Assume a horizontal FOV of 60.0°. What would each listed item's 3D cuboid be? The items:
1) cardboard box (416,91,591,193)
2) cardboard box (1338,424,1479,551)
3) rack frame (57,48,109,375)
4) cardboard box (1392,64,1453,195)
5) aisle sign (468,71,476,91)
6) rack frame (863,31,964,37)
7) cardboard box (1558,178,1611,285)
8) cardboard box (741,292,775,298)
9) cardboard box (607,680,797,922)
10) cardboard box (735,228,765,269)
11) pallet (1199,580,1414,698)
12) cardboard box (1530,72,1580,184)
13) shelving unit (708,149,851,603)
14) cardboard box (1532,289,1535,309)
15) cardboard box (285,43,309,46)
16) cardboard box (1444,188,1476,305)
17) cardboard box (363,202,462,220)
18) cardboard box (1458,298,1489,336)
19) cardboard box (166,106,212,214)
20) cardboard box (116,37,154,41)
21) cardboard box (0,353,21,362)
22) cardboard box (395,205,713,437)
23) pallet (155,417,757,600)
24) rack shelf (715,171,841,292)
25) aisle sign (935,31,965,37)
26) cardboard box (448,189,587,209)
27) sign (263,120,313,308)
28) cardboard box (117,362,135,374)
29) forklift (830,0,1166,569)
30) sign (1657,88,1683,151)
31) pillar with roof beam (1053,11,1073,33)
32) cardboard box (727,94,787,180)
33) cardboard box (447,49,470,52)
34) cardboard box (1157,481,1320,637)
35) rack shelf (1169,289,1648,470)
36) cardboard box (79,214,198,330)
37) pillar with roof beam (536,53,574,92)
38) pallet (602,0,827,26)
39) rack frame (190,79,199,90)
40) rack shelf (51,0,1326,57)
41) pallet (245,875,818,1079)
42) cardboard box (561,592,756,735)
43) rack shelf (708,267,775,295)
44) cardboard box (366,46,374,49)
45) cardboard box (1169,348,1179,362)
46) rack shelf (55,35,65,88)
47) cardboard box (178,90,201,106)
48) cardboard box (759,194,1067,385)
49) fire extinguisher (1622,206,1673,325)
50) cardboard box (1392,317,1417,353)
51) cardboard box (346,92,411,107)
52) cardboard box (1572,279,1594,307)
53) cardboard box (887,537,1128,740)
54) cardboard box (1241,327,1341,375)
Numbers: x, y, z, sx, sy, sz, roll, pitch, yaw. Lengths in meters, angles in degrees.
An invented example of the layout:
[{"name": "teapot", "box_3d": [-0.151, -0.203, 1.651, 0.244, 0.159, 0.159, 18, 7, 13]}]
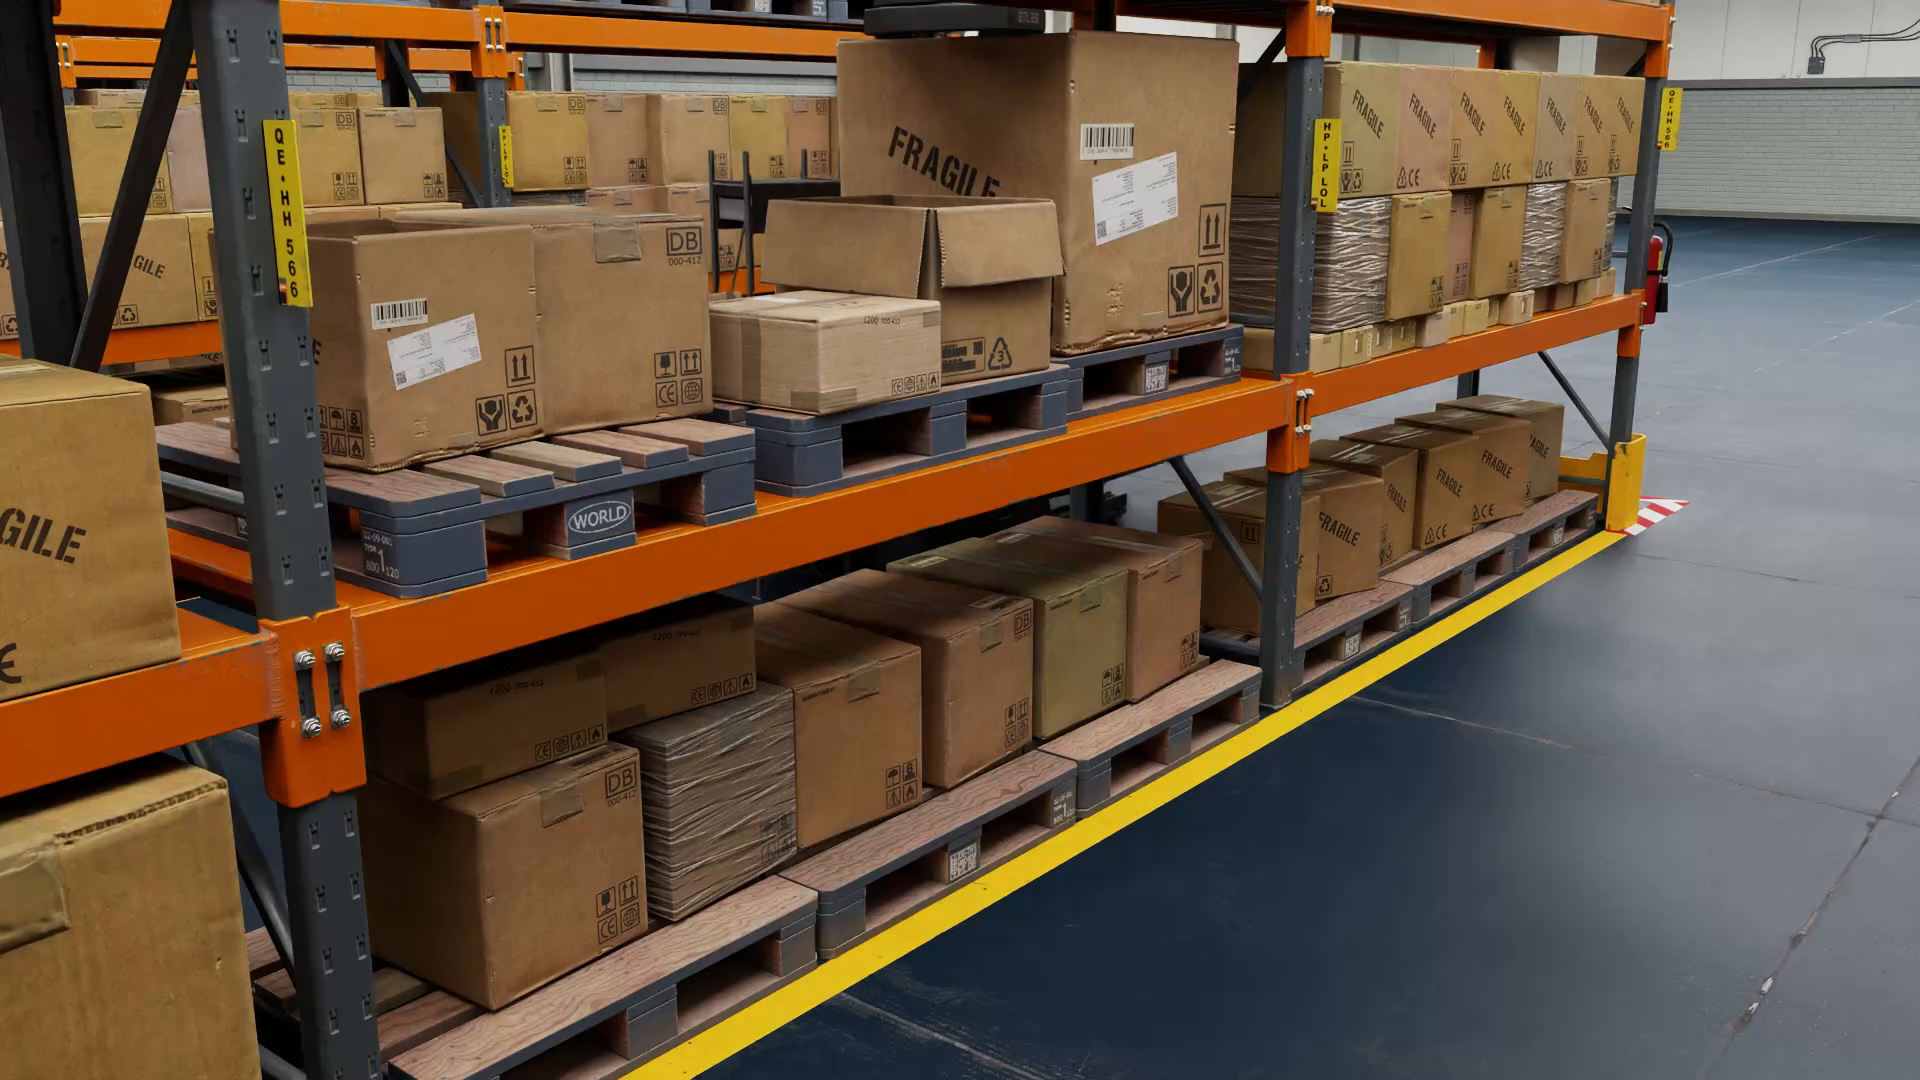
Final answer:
[{"name": "cardboard box", "box_3d": [-2.653, -2.319, 9.662, 0.875, 0.550, 0.550, 11, 18, 38]}, {"name": "cardboard box", "box_3d": [2.234, -0.275, 8.337, 0.500, 0.500, 0.500, 14, 20, 43]}, {"name": "rack frame", "box_3d": [-6.826, -2.404, 12.495, 1.000, 3.000, 0.127, 11, 18, 38]}, {"name": "cardboard box", "box_3d": [1.676, -1.691, 6.849, 0.500, 0.500, 0.500, 11, 18, 38]}, {"name": "aisle sign", "box_3d": [-4.514, -4.490, 15.426, 0.394, 0.787, 0.004, 11, 18, 38]}, {"name": "rack frame", "box_3d": [-0.398, -2.424, 12.571, 1.000, 3.000, 0.127, 11, 18, 38]}, {"name": "cardboard box", "box_3d": [2.808, -1.614, 8.577, 0.875, 0.500, 0.500, 11, 18, 38]}, {"name": "cardboard box", "box_3d": [-1.324, -1.288, 11.565, 0.875, 0.875, 0.875, 11, 18, 37]}, {"name": "cardboard box", "box_3d": [-0.888, 0.654, 4.640, 0.700, 0.500, 0.500, 9, 17, 33]}, {"name": "cardboard box", "box_3d": [-1.675, -2.114, 11.047, 0.875, 0.550, 0.500, 11, 18, 38]}, {"name": "pallet", "box_3d": [1.277, 0.347, 7.329, 1.003, 0.211, 1.213, 11, 18, 38]}, {"name": "cardboard box", "box_3d": [2.617, -1.978, 7.981, 0.500, 0.500, 0.500, 11, 18, 38]}, {"name": "shelving unit", "box_3d": [-0.855, -0.793, 7.981, 0.503, 2.100, 0.431, -9, 17, -32]}, {"name": "cardboard box", "box_3d": [2.605, -1.187, 8.212, 0.380, 0.149, 0.250, 11, 18, 38]}, {"name": "cardboard box", "box_3d": [-5.468, -4.054, 13.406, 0.380, 0.149, 0.250, 11, 18, 38]}, {"name": "cardboard box", "box_3d": [1.791, -1.342, 7.505, 0.875, 0.500, 0.500, 11, 18, 38]}, {"name": "cardboard box", "box_3d": [-3.032, -1.565, 8.987, 0.500, 0.500, 0.500, 11, 18, 37]}, {"name": "cardboard box", "box_3d": [2.184, -1.033, 7.607, 0.380, 0.149, 0.250, 11, 18, 38]}, {"name": "cardboard box", "box_3d": [-3.859, -1.899, 8.273, 0.700, 0.500, 0.500, 11, 18, 38]}, {"name": "cardboard box", "box_3d": [-6.229, -3.799, 12.404, 0.380, 0.149, 0.250, 11, 18, 38]}, {"name": "cardboard box", "box_3d": [-2.149, -0.102, 3.230, 0.500, 0.500, 0.500, 12, 19, 39]}, {"name": "cardboard box", "box_3d": [-1.050, -0.589, 4.292, 0.500, 0.500, 0.700, -13, 19, -41]}, {"name": "pallet", "box_3d": [-1.267, -0.165, 4.069, 1.213, 0.211, 1.003, 11, 18, 38]}, {"name": "rack shelf", "box_3d": [-0.855, -1.459, 7.812, 0.480, 0.518, 0.431, -9, 17, -32]}, {"name": "aisle sign", "box_3d": [-0.120, -3.651, 12.122, 0.394, 0.787, 0.004, 11, 18, 38]}, {"name": "cardboard box", "box_3d": [-2.690, -1.803, 9.823, 0.875, 0.550, 0.550, 11, 18, 38]}, {"name": "sign", "box_3d": [-1.198, -0.581, 2.965, 0.100, 0.325, 0.005, 11, 18, 38]}, {"name": "cardboard box", "box_3d": [-6.245, -1.346, 13.062, 0.500, 0.250, 0.500, 10, 17, 35]}, {"name": "forklift", "box_3d": [0.301, -1.547, 9.262, 1.130, 2.935, 3.031, 10, 17, 35]}, {"name": "sign", "box_3d": [3.815, -2.261, 8.939, 0.100, 0.325, 0.005, 11, 18, 38]}, {"name": "pillar with roof beam", "box_3d": [5.348, -9.632, 28.764, 9.100, 9.000, 0.400, 11, 18, 38]}, {"name": "cardboard box", "box_3d": [-1.625, -2.627, 10.875, 0.875, 0.550, 0.500, 11, 18, 38]}, {"name": "cardboard box", "box_3d": [-4.449, -4.338, 14.525, 0.380, 0.149, 0.250, 11, 18, 38]}, {"name": "cardboard box", "box_3d": [1.165, 0.067, 6.992, 0.500, 0.500, 0.500, 11, 18, 36]}, {"name": "rack shelf", "box_3d": [2.139, -0.905, 8.055, 1.077, 0.370, 4.000, 11, 18, 38]}, {"name": "cardboard box", "box_3d": [-3.984, -1.274, 7.841, 0.500, 0.500, 0.500, 11, 18, 37]}, {"name": "pillar with roof beam", "box_3d": [-2.194, -7.334, 19.718, 9.100, 9.000, 0.400, 11, 18, 38]}, {"name": "pallet", "box_3d": [-1.623, -3.456, 10.724, 1.003, 0.211, 1.213, 11, 18, 38]}, {"name": "rack frame", "box_3d": [-8.175, -3.938, 18.531, 1.000, 3.000, 0.127, 11, 18, 38]}, {"name": "rack shelf", "box_3d": [-0.375, -1.593, 4.670, 1.077, 0.370, 4.000, 11, 18, 38]}, {"name": "pallet", "box_3d": [-1.139, 1.097, 4.374, 1.003, 0.211, 1.213, 11, 18, 38]}, {"name": "cardboard box", "box_3d": [-0.908, 0.294, 4.534, 0.500, 0.250, 0.500, -14, 20, -43]}, {"name": "rack shelf", "box_3d": [-1.655, -1.692, 11.152, 1.077, 0.370, 4.000, 11, 18, 38]}, {"name": "cardboard box", "box_3d": [-4.974, -4.199, 13.979, 0.380, 0.149, 0.250, 11, 18, 37]}, {"name": "cardboard box", "box_3d": [0.789, -0.836, 6.830, 0.380, 0.149, 0.250, 11, 18, 38]}, {"name": "rack shelf", "box_3d": [-8.083, -3.126, 10.707, 1.077, 0.370, 4.000, 11, 18, 38]}, {"name": "cardboard box", "box_3d": [-6.043, -3.227, 12.894, 0.700, 0.500, 0.500, 11, 18, 38]}, {"name": "cardboard box", "box_3d": [-0.135, -0.778, 5.031, 0.797, 0.503, 0.637, 14, 20, 43]}, {"name": "fire extinguisher", "box_3d": [3.827, -1.550, 9.289, 0.296, 0.674, 0.183, 11, 18, 38]}, {"name": "cardboard box", "box_3d": [1.704, -0.891, 7.048, 0.380, 0.149, 0.250, 11, 18, 38]}, {"name": "cardboard box", "box_3d": [-5.027, -3.507, 13.996, 0.700, 0.500, 0.500, 11, 18, 37]}, {"name": "cardboard box", "box_3d": [3.103, -1.325, 8.756, 0.380, 0.149, 0.250, 11, 18, 38]}, {"name": "cardboard box", "box_3d": [0.165, 0.330, 5.914, 0.700, 0.500, 0.500, 11, 18, 37]}, {"name": "cardboard box", "box_3d": [1.251, -0.744, 6.468, 0.380, 0.149, 0.250, 11, 18, 38]}]
